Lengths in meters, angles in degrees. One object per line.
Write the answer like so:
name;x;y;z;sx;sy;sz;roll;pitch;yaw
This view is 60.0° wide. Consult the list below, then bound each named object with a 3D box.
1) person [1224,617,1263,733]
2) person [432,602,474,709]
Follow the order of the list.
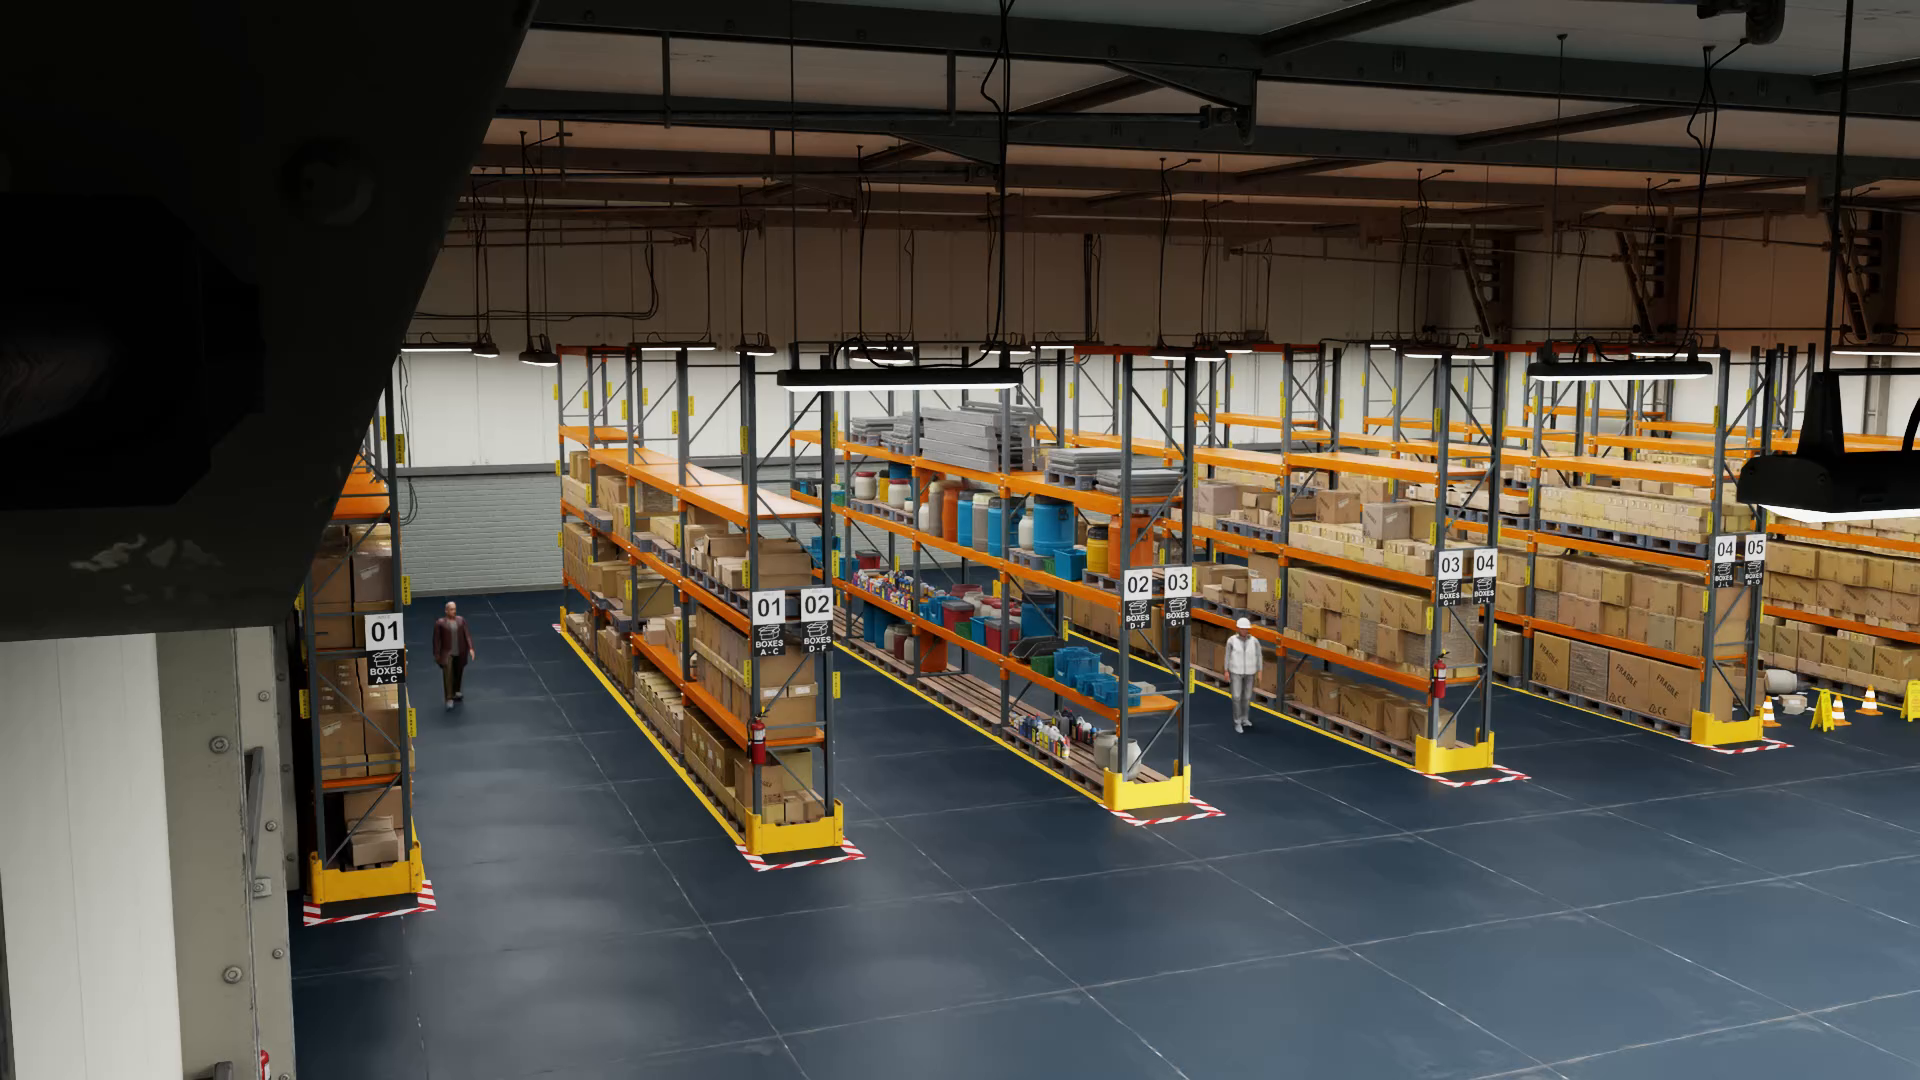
person;4.497;2.127;26.363;0.590;1.813;0.587;0;7;0
person;-8.520;1.896;28.007;0.661;1.706;1.143;-3;8;-25
